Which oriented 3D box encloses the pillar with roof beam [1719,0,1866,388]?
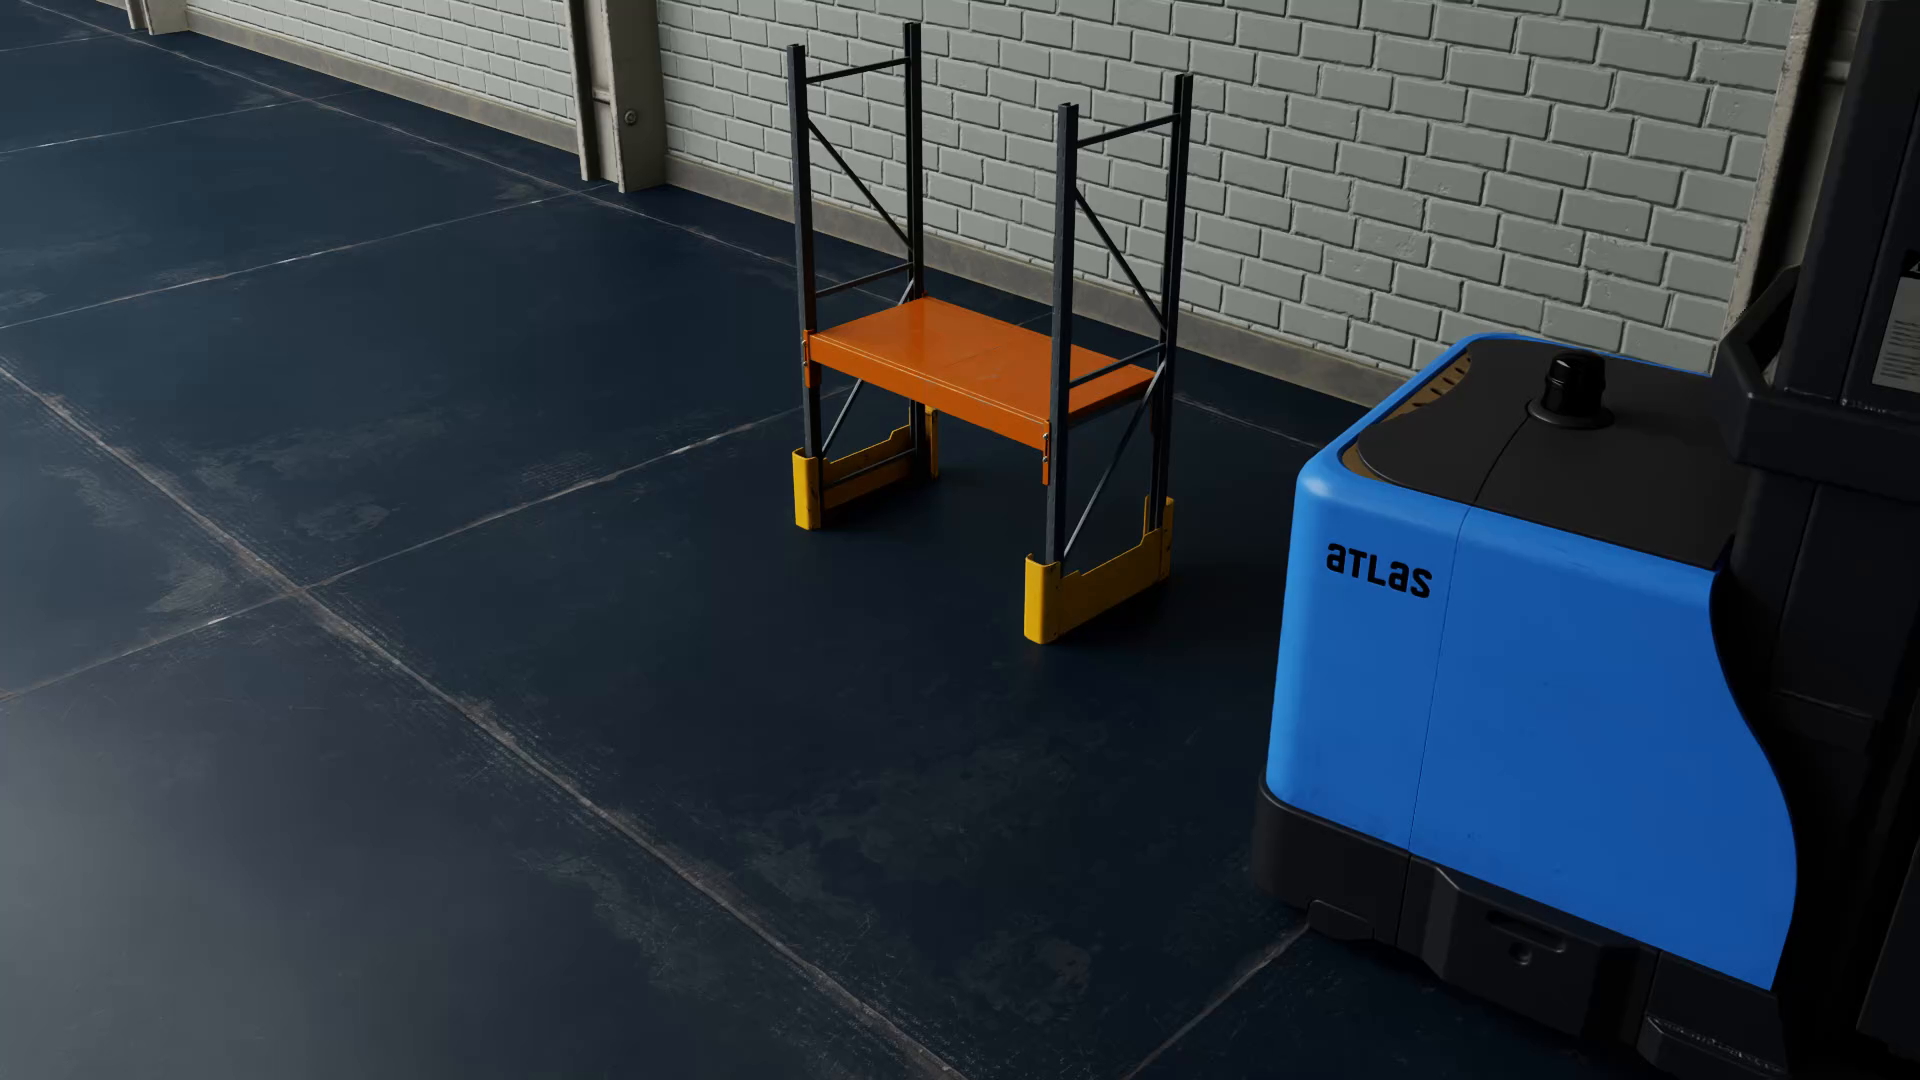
[{"bbox_3d":[-0.528,-2.526,0.385,0.400,9.000,9.100,25,36,38],"label":"pillar with roof beam"}]

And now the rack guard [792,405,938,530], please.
[{"bbox_3d":[-0.301,-0.248,5.454,0.087,0.250,0.587,25,36,38],"label":"rack guard"}]

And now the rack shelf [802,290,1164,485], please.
[{"bbox_3d":[0.061,-0.477,4.932,1.000,0.185,0.538,25,36,38],"label":"rack shelf"}]

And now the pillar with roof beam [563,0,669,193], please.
[{"bbox_3d":[-4.806,-4.484,4.108,0.400,9.000,9.100,25,36,38],"label":"pillar with roof beam"}]

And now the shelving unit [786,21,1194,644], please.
[{"bbox_3d":[0.054,-0.639,4.854,1.083,1.500,0.587,25,36,38],"label":"shelving unit"}]

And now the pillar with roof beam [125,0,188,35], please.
[{"bbox_3d":[-9.085,-6.441,7.831,0.400,9.000,9.100,25,36,38],"label":"pillar with roof beam"}]

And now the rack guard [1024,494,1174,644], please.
[{"bbox_3d":[0.409,0.077,4.835,0.087,0.250,0.587,25,36,38],"label":"rack guard"}]

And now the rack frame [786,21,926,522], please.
[{"bbox_3d":[-0.302,-0.802,5.163,0.032,1.500,0.500,25,36,38],"label":"rack frame"}]

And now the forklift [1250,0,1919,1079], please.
[{"bbox_3d":[2.138,-0.271,2.617,3.031,2.935,1.130,18,33,31],"label":"forklift"}]

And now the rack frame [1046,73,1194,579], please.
[{"bbox_3d":[0.423,-0.470,4.533,0.032,1.500,0.500,25,36,38],"label":"rack frame"}]
